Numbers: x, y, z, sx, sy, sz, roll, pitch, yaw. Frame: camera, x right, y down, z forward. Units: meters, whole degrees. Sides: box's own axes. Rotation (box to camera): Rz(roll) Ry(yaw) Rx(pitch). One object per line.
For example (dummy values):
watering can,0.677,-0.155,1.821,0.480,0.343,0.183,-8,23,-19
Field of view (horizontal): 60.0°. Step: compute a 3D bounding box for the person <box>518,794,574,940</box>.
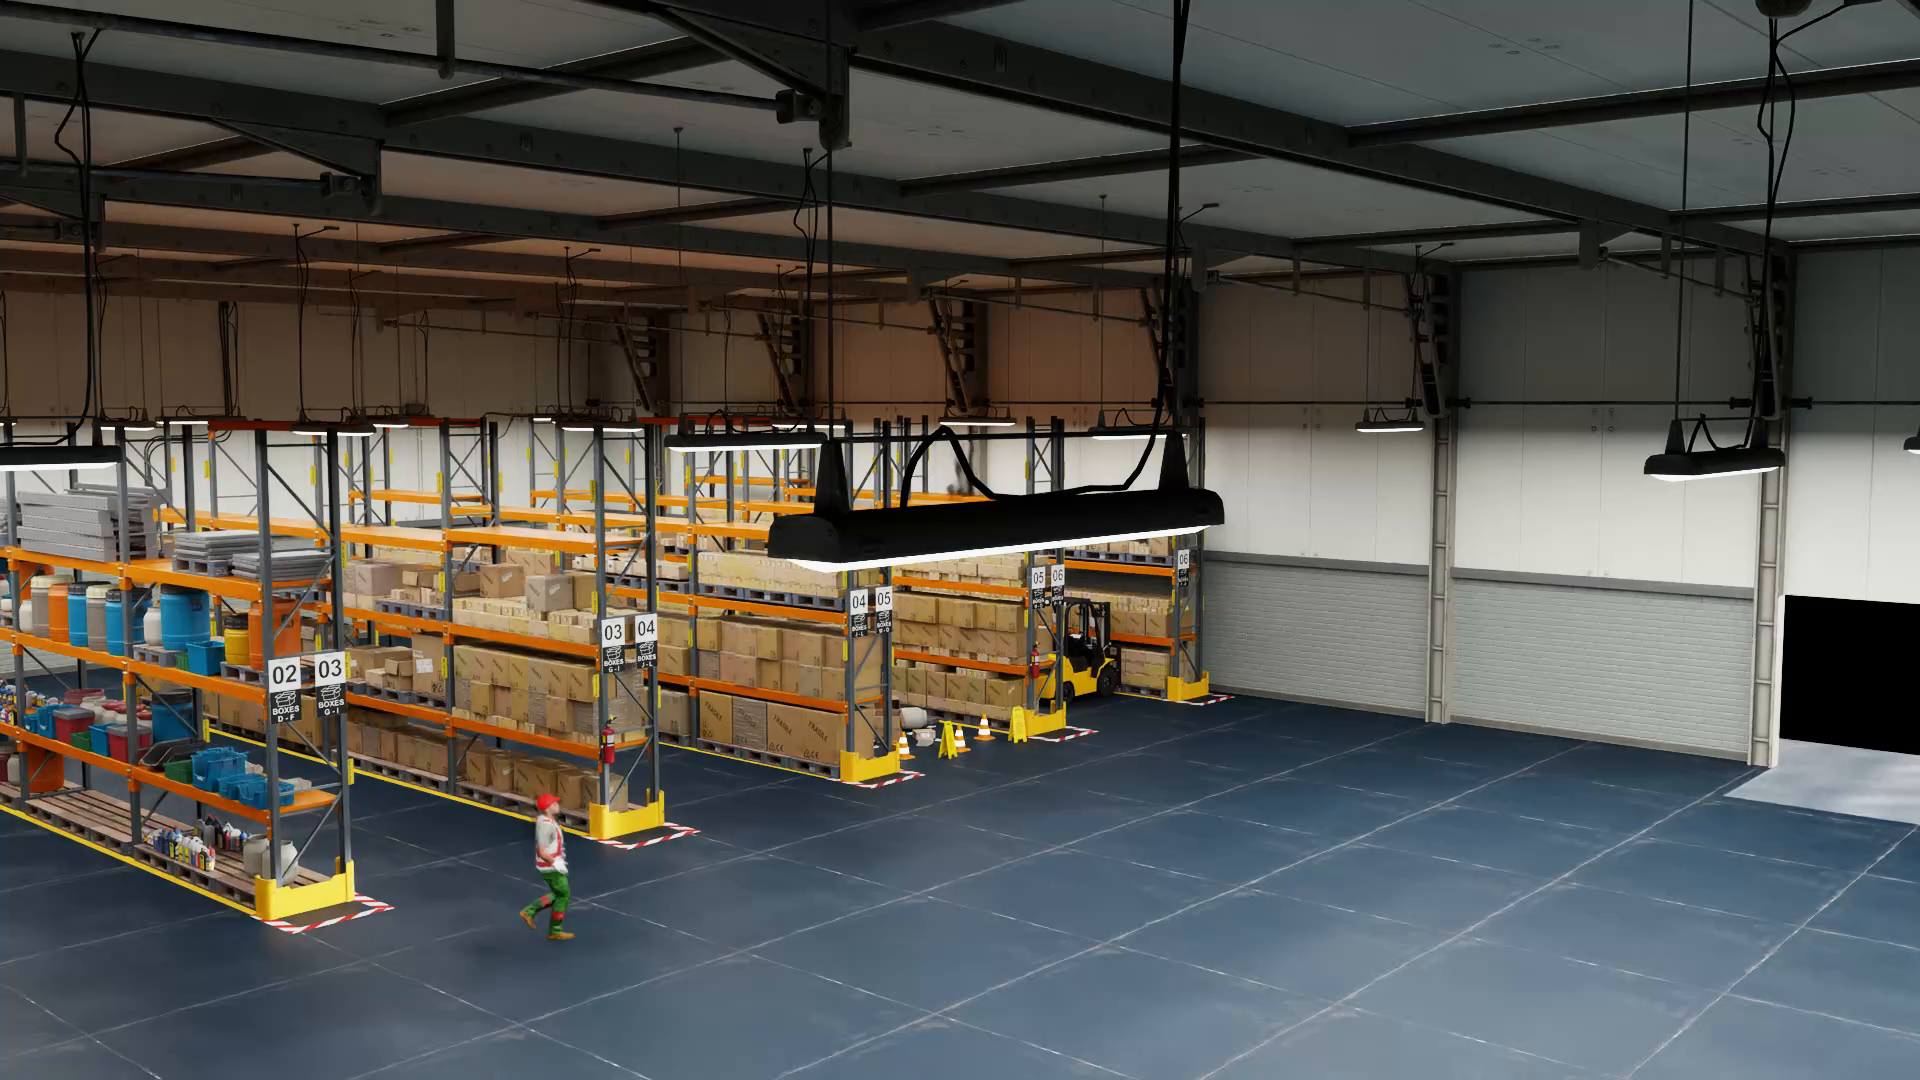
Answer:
person,-4.871,3.841,19.518,0.627,1.757,0.651,-2,5,-20
